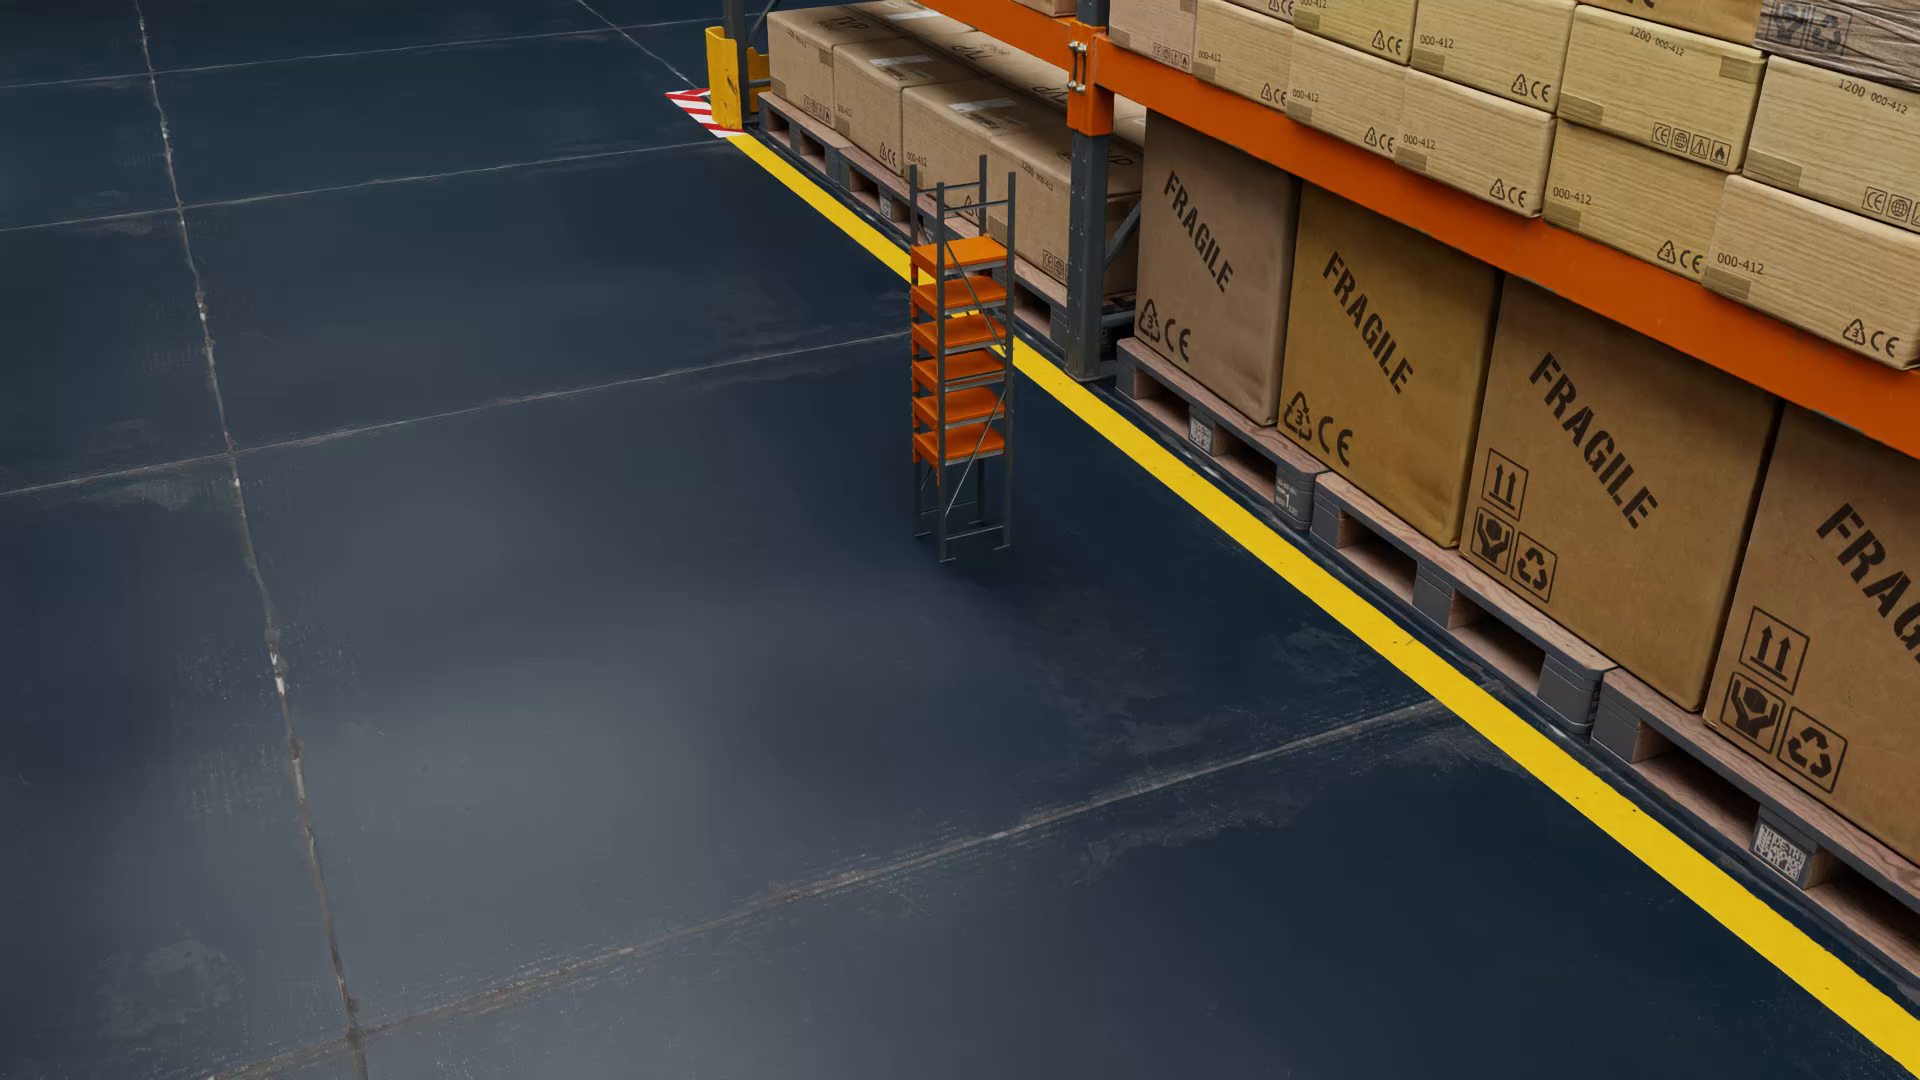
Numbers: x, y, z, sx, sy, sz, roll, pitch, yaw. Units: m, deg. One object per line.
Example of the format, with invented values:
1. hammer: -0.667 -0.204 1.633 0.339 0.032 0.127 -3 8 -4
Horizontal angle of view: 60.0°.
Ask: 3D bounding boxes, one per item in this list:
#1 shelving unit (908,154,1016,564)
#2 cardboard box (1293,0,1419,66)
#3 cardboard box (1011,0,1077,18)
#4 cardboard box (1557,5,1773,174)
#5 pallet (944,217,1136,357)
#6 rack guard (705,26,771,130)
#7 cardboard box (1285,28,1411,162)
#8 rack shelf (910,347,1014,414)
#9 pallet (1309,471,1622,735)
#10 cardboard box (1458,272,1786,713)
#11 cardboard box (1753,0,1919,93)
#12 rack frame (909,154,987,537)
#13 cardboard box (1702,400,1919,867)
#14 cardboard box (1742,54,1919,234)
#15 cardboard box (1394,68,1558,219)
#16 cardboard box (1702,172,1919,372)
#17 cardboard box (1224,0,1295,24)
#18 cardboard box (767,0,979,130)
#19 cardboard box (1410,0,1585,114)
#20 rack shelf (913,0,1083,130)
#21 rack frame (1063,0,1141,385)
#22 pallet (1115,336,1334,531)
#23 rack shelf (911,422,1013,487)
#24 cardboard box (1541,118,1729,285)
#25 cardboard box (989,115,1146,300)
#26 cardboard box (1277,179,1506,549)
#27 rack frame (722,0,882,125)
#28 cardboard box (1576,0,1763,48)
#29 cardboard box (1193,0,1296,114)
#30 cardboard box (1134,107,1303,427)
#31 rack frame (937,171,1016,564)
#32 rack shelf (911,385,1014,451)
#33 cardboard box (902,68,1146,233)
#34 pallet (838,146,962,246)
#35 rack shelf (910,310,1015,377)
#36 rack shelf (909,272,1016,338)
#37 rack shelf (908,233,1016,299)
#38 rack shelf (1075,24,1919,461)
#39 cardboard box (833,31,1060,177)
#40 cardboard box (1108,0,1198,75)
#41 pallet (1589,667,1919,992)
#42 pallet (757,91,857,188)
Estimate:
1. shelving unit: 0.006 -0.517 4.945 0.258 1.200 0.189 -13 32 -22
2. cardboard box: 1.253 -1.474 4.454 0.500 0.250 0.500 -13 32 -21
3. cardboard box: 0.447 -2.223 6.045 0.500 0.500 0.500 -13 32 -22
4. cardboard box: 1.695 -1.022 3.647 0.500 0.250 0.500 -14 32 -23
5. pallet: 0.621 -1.164 7.110 1.003 0.211 1.213 -13 32 -22
6. rack guard: -0.851 -2.715 9.581 1.175 0.500 0.348 -13 32 -22
7. cardboard box: 1.256 -1.255 4.574 0.500 0.250 0.500 -13 32 -22
8. rack shelf: 0.006 -0.478 4.967 0.258 0.103 0.180 -13 32 -22
9. pallet: 1.804 0.053 4.939 1.003 0.211 1.213 -13 32 -22
10. cardboard box: 1.993 -0.235 4.345 0.875 0.875 0.875 -13 32 -21
11. cardboard box: 1.908 -1.139 3.090 0.500 0.500 0.500 -13 32 -21
12. rack frame: -0.033 -0.557 5.017 0.240 1.200 0.006 -13 32 -22
13. cardboard box: 2.372 0.160 3.641 0.875 0.875 0.875 -13 32 -22
14. cardboard box: 1.933 -0.800 3.252 0.500 0.250 0.500 -14 32 -23
15. cardboard box: 1.462 -1.032 4.177 0.500 0.250 0.500 -14 32 -23
16. cardboard box: 1.909 -0.587 3.383 0.500 0.250 0.500 -13 32 -21
17. cardboard box: 1.060 -1.702 4.861 0.500 0.250 0.500 -13 32 -21
18. cardboard box: -0.467 -2.590 8.992 0.875 0.438 0.875 -14 32 -24
19. cardboard box: 1.471 -1.251 4.056 0.500 0.250 0.500 -14 32 -23
20. rack shelf: 0.018 -2.598 7.551 1.077 0.370 4.000 -13 32 -22
21. rack frame: 0.877 -2.028 5.799 1.000 3.000 0.127 -13 32 -22
22. pallet: 1.276 -0.487 5.902 1.003 0.211 1.213 -13 32 -22
23. rack shelf: 0.006 -0.269 5.084 0.258 0.103 0.180 -13 32 -22
24. cardboard box: 1.707 -0.813 3.786 0.500 0.250 0.500 -13 32 -22
25. cardboard box: 0.704 -1.393 6.858 0.875 0.438 0.875 -14 32 -23
26. cardboard box: 1.610 -0.630 5.049 0.875 0.875 0.875 -12 31 -21
27. rack frame: -0.841 -3.795 8.951 1.000 3.000 0.127 -13 32 -22
28. cardboard box: 1.701 -1.360 3.484 0.500 0.500 0.500 -13 32 -22
29. cardboard box: 1.051 -1.484 4.984 0.500 0.250 0.500 -14 32 -23
30. cardboard box: 1.215 -1.027 5.758 0.875 0.875 0.875 -12 31 -20
31. rack frame: 0.046 -0.477 4.873 0.240 1.200 0.006 -13 32 -22
32. rack shelf: 0.006 -0.374 5.026 0.258 0.103 0.180 -13 32 -22
33. cardboard box: 0.319 -1.789 7.563 0.875 0.438 0.875 -14 32 -23
34. pallet: 0.093 -1.704 8.072 1.003 0.211 1.213 -13 32 -22
35. rack shelf: 0.006 -0.583 4.908 0.258 0.103 0.180 -13 32 -22
36. rack shelf: 0.006 -0.688 4.849 0.258 0.103 0.180 -13 32 -22
37. rack shelf: 0.006 -0.792 4.791 0.258 0.103 0.180 -13 32 -22
38. rack shelf: 1.735 -0.831 4.400 1.077 0.370 4.000 -13 32 -22
39. cardboard box: -0.067 -2.187 8.274 0.875 0.438 0.875 -12 32 -21
40. cardboard box: 0.827 -1.713 5.391 0.500 0.250 0.500 -14 32 -23
41. pallet: 2.323 0.591 3.980 1.003 0.211 1.213 -13 32 -22
42. pallet: -0.427 -2.242 9.032 1.003 0.211 1.213 -13 32 -22
